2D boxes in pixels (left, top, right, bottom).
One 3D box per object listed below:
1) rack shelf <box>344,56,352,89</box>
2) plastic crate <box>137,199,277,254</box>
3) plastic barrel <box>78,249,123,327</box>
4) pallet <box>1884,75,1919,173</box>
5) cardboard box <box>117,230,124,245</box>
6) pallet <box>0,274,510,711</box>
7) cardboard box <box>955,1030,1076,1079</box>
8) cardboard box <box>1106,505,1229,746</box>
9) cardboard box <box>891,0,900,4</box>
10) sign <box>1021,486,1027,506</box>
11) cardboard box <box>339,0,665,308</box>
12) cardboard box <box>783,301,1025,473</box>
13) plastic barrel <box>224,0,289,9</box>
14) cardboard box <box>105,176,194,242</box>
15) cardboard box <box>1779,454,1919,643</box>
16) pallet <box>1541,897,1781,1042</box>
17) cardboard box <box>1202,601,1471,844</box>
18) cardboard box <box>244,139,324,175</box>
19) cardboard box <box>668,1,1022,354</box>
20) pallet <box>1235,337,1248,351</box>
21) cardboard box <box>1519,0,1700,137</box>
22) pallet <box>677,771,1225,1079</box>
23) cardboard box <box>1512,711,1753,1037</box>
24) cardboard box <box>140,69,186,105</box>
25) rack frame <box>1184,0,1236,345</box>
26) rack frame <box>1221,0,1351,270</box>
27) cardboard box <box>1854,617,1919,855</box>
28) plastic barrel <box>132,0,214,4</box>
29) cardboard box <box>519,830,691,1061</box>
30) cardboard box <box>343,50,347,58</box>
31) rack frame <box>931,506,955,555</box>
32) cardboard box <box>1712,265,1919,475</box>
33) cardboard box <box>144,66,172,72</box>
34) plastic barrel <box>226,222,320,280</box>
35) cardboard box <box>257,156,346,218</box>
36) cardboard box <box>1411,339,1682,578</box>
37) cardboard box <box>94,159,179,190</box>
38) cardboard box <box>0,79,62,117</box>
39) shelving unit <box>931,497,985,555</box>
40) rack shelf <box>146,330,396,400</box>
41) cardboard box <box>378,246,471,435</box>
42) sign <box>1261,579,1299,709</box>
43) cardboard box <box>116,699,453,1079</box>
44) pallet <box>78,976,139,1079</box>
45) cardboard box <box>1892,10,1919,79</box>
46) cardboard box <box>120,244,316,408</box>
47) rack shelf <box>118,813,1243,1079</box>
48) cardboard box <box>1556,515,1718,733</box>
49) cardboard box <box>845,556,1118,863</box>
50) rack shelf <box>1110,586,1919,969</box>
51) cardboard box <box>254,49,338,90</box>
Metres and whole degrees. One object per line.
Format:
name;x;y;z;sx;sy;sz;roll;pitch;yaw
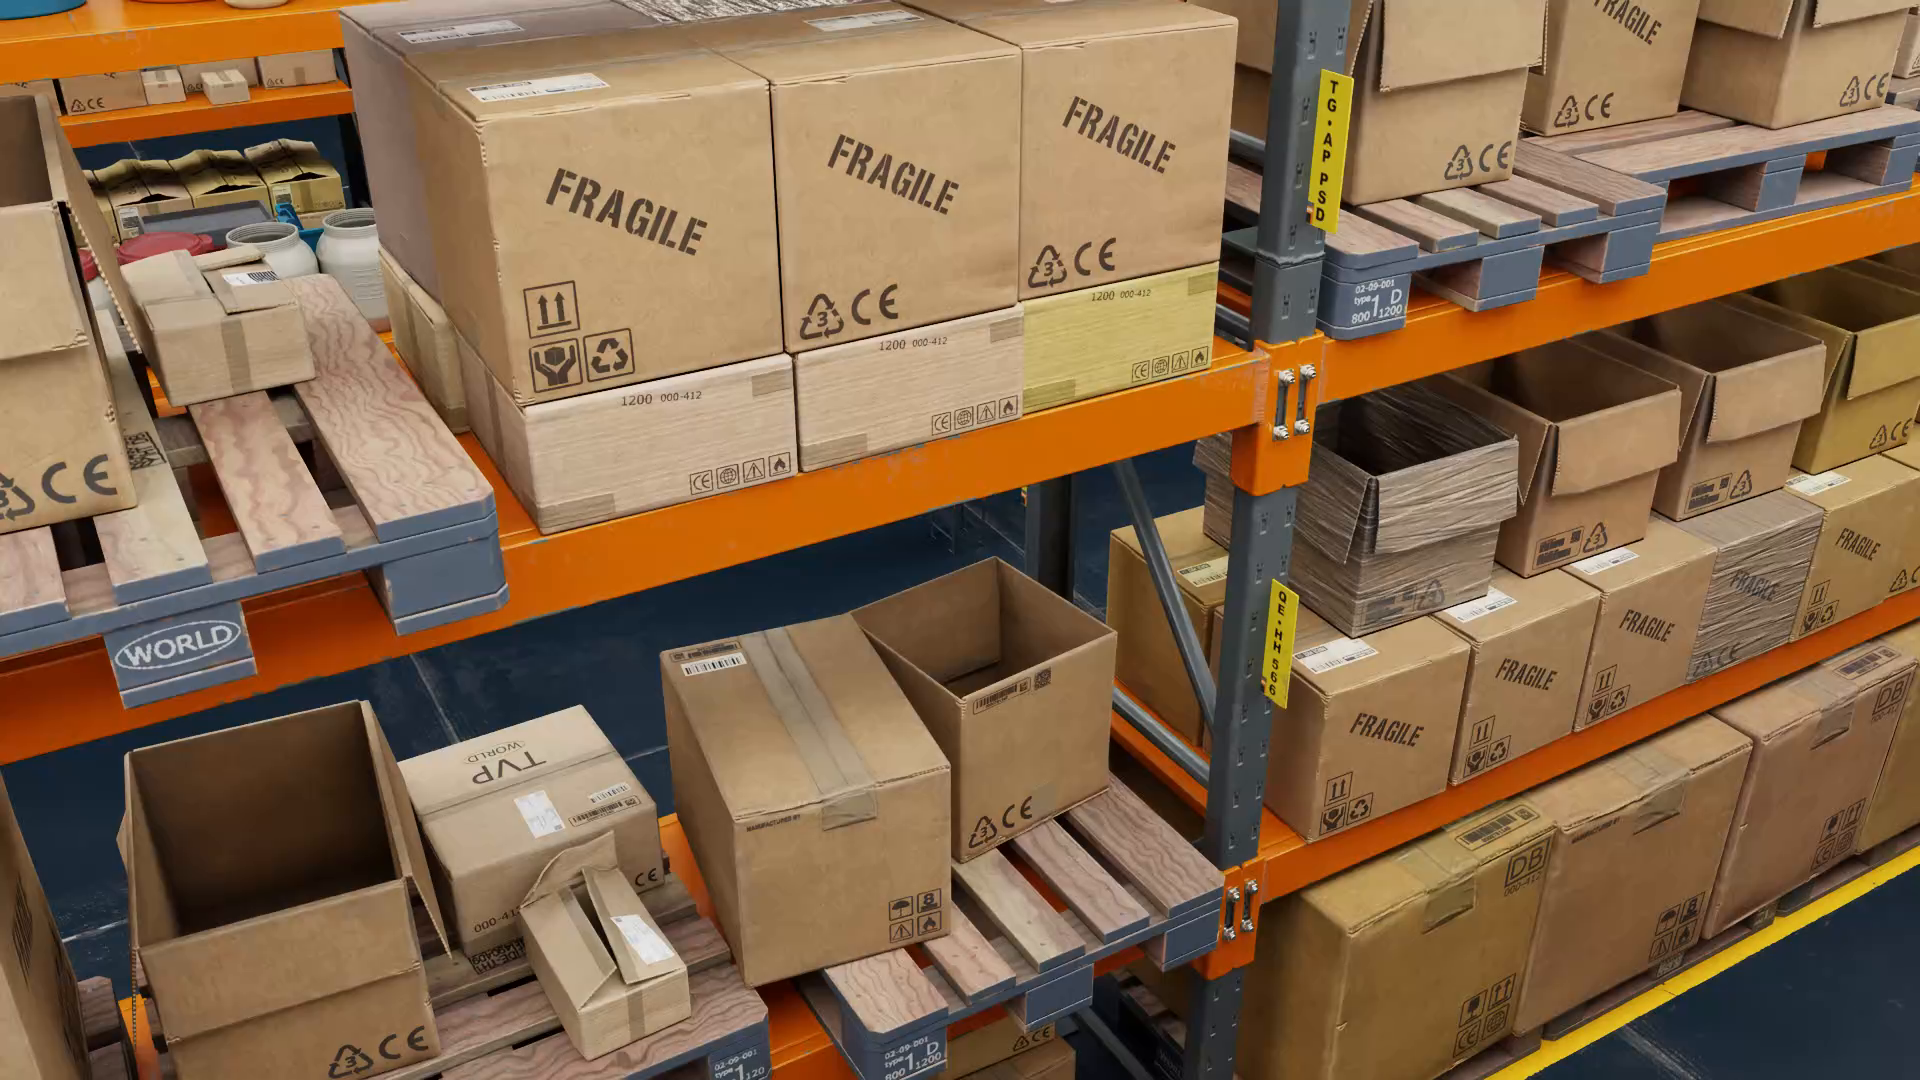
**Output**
rack shelf;-2.796;-3.799;13.273;4.000;0.370;1.077;-16;33;-26
plastic crate;-3.562;-1.320;7.970;0.583;0.464;0.402;-16;33;-26
plastic barrel;-3.894;-0.962;7.249;0.433;0.535;0.433;0;29;0
pallet;3.179;-1.460;5.385;1.217;0.209;0.805;-17;33;-28
cardboard box;-5.728;-2.124;11.906;0.500;0.250;0.500;-15;32;-25
pallet;-1.474;-0.110;2.935;1.003;0.211;1.213;-16;33;-26
cardboard box;-0.072;1.578;4.918;0.500;0.500;0.700;-18;33;-29
cardboard box;0.795;0.236;5.115;0.500;0.500;0.500;-15;32;-25
cardboard box;-0.040;-1.064;3.849;0.500;0.500;0.500;-16;32;-26
sign;0.211;-0.234;4.871;0.005;0.325;0.100;-16;33;-26
cardboard box;-0.909;-0.816;3.398;0.500;0.500;0.500;-17;33;-28
cardboard box;-0.211;-0.398;3.418;0.500;0.250;0.500;-16;33;-27
plastic barrel;-2.992;-2.404;7.040;0.301;0.262;0.301;0;29;0
cardboard box;-5.728;-2.366;11.764;0.500;0.311;0.500;-16;33;-27
cardboard box;2.802;-0.042;5.618;0.500;0.500;0.500;-16;33;-27
pallet;2.264;1.266;6.237;1.213;0.211;1.003;-16;33;-26
cardboard box;1.052;0.454;4.719;0.500;0.500;0.500;-15;32;-25
cardboard box;-5.120;-2.844;12.629;0.500;0.311;0.500;-15;32;-25
cardboard box;-0.226;-0.721;3.227;0.500;0.500;0.500;-16;33;-26
pallet;2.049;-1.514;11.275;1.213;0.211;1.003;-16;33;-26
cardboard box;1.684;-1.464;4.657;0.500;0.500;0.500;-14;32;-24
pallet;-0.065;0.807;4.383;1.003;0.211;1.213;-16;33;-26
cardboard box;1.873;0.875;5.825;0.875;0.875;1.225;-16;33;-26
cardboard box;-5.591;-3.178;11.665;0.250;0.149;0.380;-13;32;-23
rack frame;1.435;-2.539;10.246;0.127;3.000;1.000;-16;33;-26
rack frame;0.495;-2.123;3.283;0.127;3.000;1.000;-16;33;-26
cardboard box;3.402;0.436;6.620;0.875;0.875;1.225;-16;33;-26
plastic barrel;-3.396;-2.790;7.152;0.708;0.830;0.600;-16;33;-26
cardboard box;-0.805;0.899;3.720;0.258;0.266;0.396;-17;33;-28
cardboard box;-6.332;-5.055;16.595;0.750;0.750;0.750;-16;33;-27
rack frame;-0.091;-0.499;8.413;0.006;1.200;0.240;-16;33;-26
cardboard box;2.800;-0.635;5.655;0.637;0.503;0.797;-15;32;-26
cardboard box;-7.627;-4.587;16.089;0.500;0.500;0.700;-15;32;-26
plastic barrel;-3.156;-1.165;7.640;0.421;0.512;0.421;0;29;0
cardboard box;-4.847;-2.619;12.221;0.500;0.311;0.500;-15;32;-25
cardboard box;1.697;-0.310;5.065;0.637;0.503;0.797;-15;32;-25
cardboard box;-6.010;-2.588;12.165;0.500;0.311;0.500;-17;33;-28
cardboard box;-6.412;-3.121;11.198;0.500;0.500;0.500;-16;33;-26
shelving unit;-0.012;-0.522;8.454;0.189;1.200;0.258;-16;33;-26
rack shelf;-3.738;-0.755;7.758;4.000;0.370;1.077;-16;33;-26
cardboard box;-0.920;-0.480;3.565;0.500;0.250;0.500;-15;32;-25
sign;0.778;0.255;4.067;0.005;0.325;0.100;-16;33;-26
cardboard box;-1.505;0.791;3.671;0.637;0.503;0.797;-12;31;-21
pallet;-2.221;1.440;3.234;1.213;0.211;1.003;-16;33;-26
cardboard box;2.953;-1.702;5.284;0.500;0.311;0.500;-17;33;-28
cardboard box;-1.387;-0.413;3.096;0.250;0.166;0.380;-17;33;-28
rack shelf;-1.229;1.308;4.020;4.000;0.370;1.077;-16;33;-26
cardboard box;1.936;0.200;5.179;0.500;0.500;0.500;-16;33;-27
cardboard box;0.050;0.425;4.337;0.500;0.500;0.500;-20;35;-32
rack shelf;2.220;0.329;5.794;4.000;0.370;1.077;-16;33;-26
cardboard box;-4.856;-3.514;12.105;0.500;0.311;0.500;-14;32;-23
